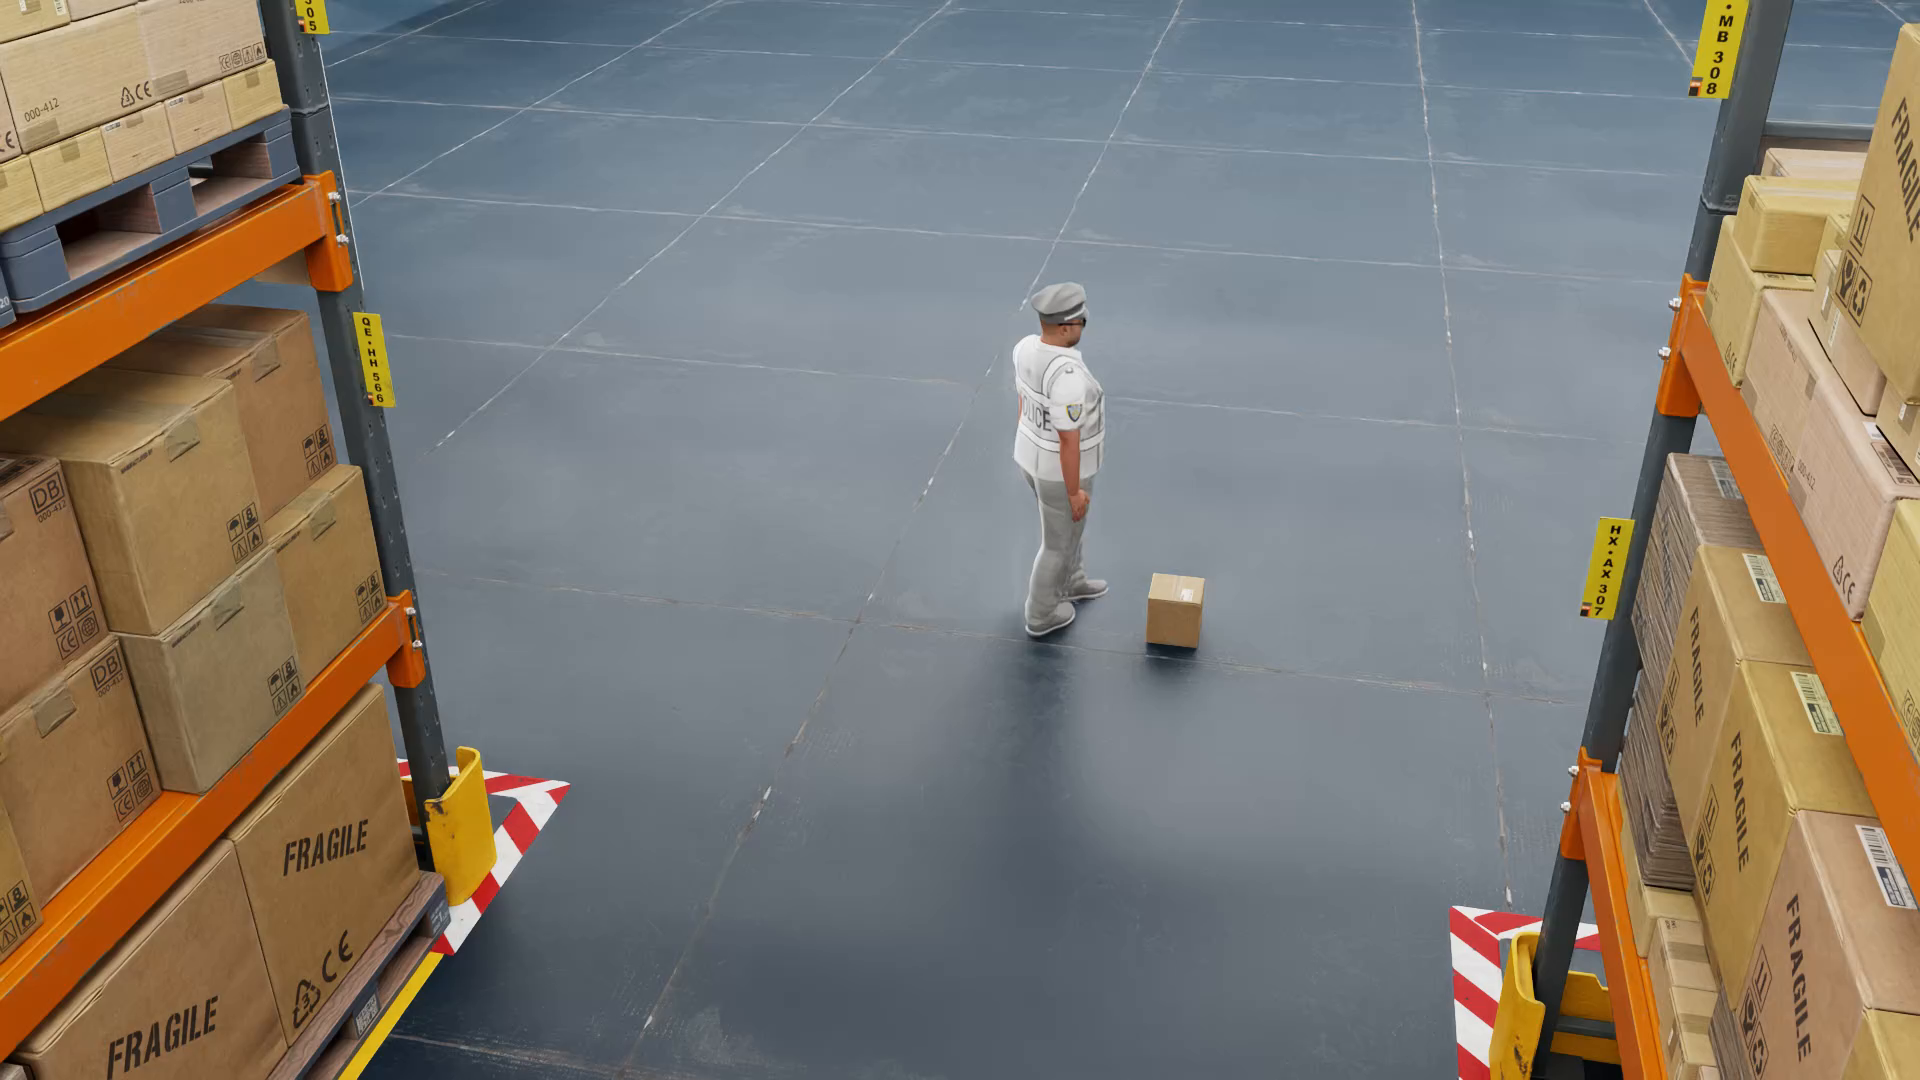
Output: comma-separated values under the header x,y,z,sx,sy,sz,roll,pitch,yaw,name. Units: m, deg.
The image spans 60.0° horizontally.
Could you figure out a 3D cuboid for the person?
x,y,z,sx,sy,sz,roll,pitch,yaw,name
0.567,-0.369,7.783,0.605,1.768,0.569,-12,31,-21,person
